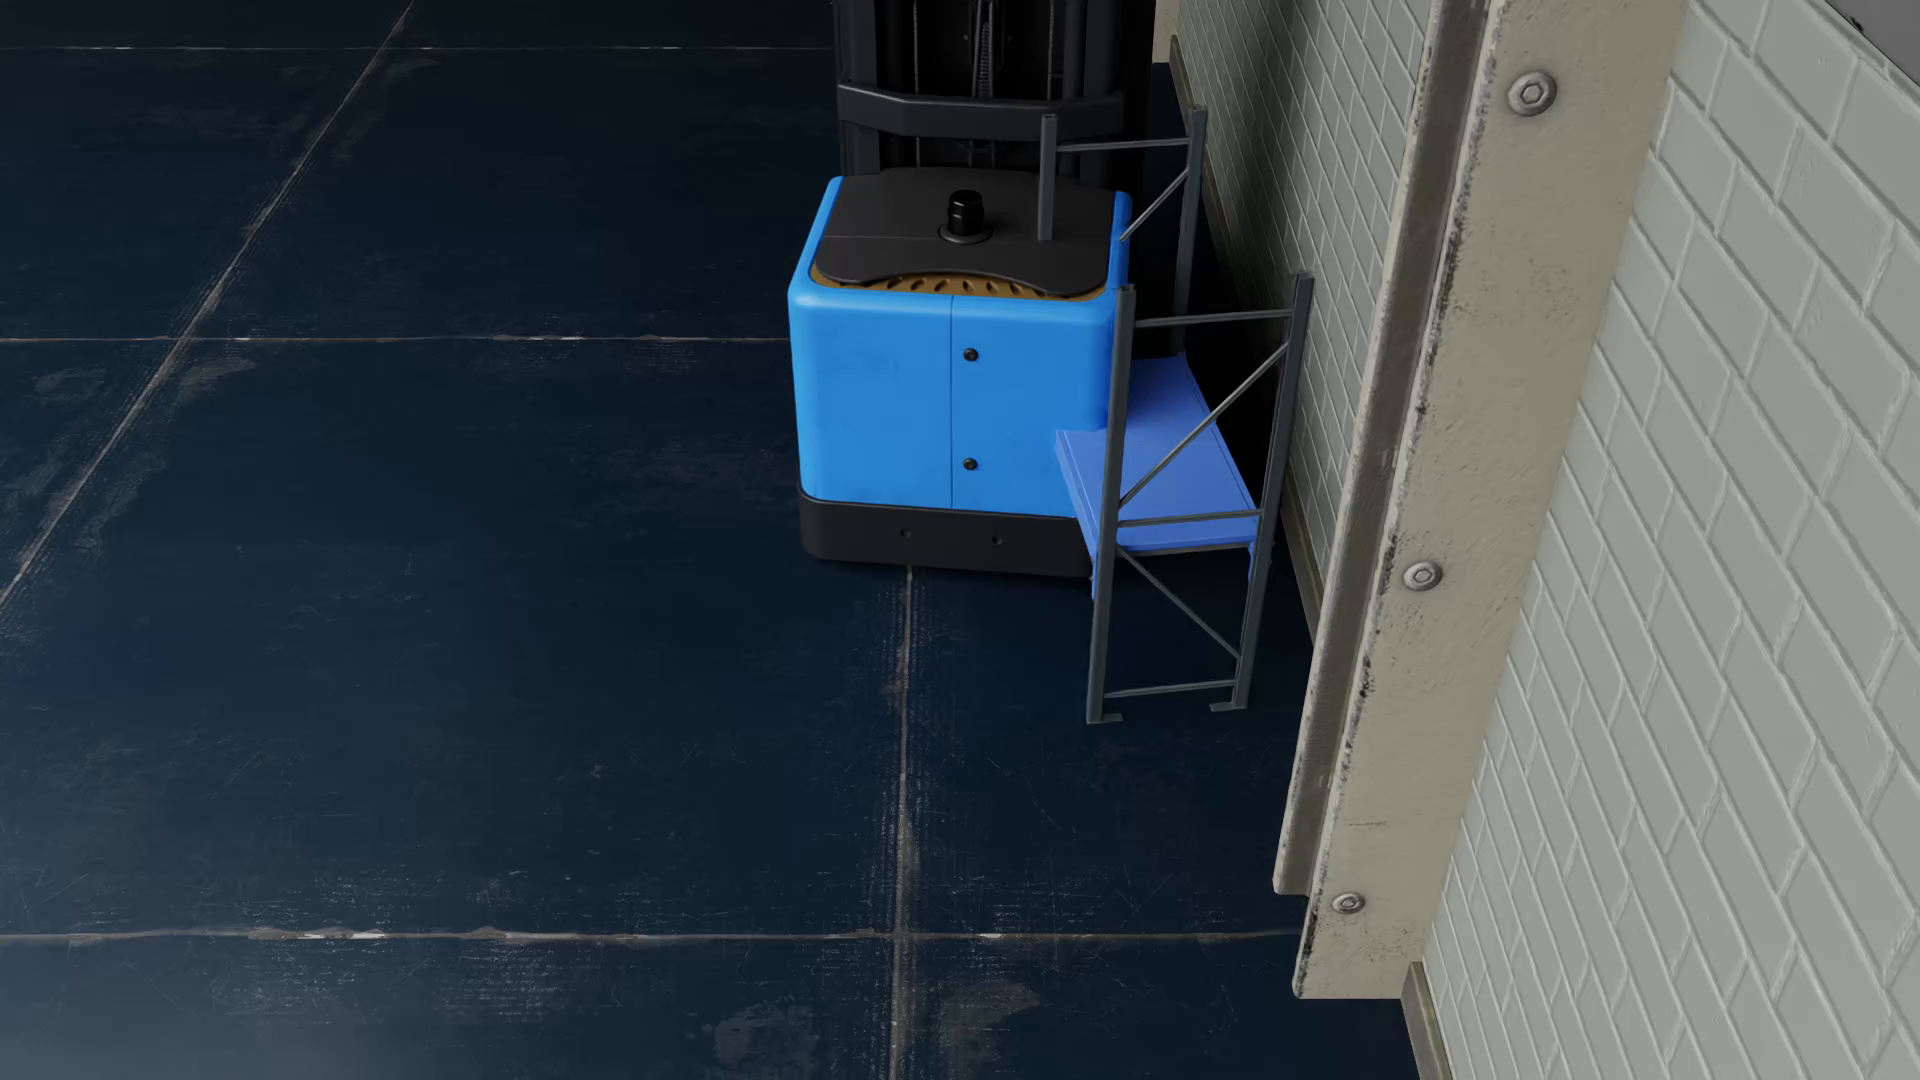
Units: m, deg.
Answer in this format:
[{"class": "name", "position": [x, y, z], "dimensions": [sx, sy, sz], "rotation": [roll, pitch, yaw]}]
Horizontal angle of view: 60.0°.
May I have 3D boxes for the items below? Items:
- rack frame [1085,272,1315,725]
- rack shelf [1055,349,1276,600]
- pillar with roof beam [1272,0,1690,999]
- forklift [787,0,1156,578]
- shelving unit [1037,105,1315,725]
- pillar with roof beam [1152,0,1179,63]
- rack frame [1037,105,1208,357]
[{"class": "rack frame", "position": [0.636, -0.057, 4.617], "dimensions": [0.500, 1.500, 0.032], "rotation": [-5, 39, -7]}, {"class": "rack shelf", "position": [0.560, -0.229, 5.122], "dimensions": [0.538, 0.185, 1.000], "rotation": [-5, 39, -7]}, {"class": "pillar with roof beam", "position": [-3.289, -2.454, 1.616], "dimensions": [9.100, 9.000, 0.400], "rotation": [0, 39, 0]}, {"class": "forklift", "position": [0.143, -1.933, 5.819], "dimensions": [1.130, 2.935, 3.031], "rotation": [4, 39, 5]}, {"class": "shelving unit", "position": [0.561, -0.370, 5.010], "dimensions": [0.538, 1.500, 1.048], "rotation": [-5, 39, -7]}, {"class": "pillar with roof beam", "position": [-3.296, -6.206, 6.298], "dimensions": [9.100, 9.000, 0.400], "rotation": [0, 39, 0]}, {"class": "rack frame", "position": [0.486, -0.683, 5.404], "dimensions": [0.500, 1.500, 0.032], "rotation": [-5, 39, -7]}]
